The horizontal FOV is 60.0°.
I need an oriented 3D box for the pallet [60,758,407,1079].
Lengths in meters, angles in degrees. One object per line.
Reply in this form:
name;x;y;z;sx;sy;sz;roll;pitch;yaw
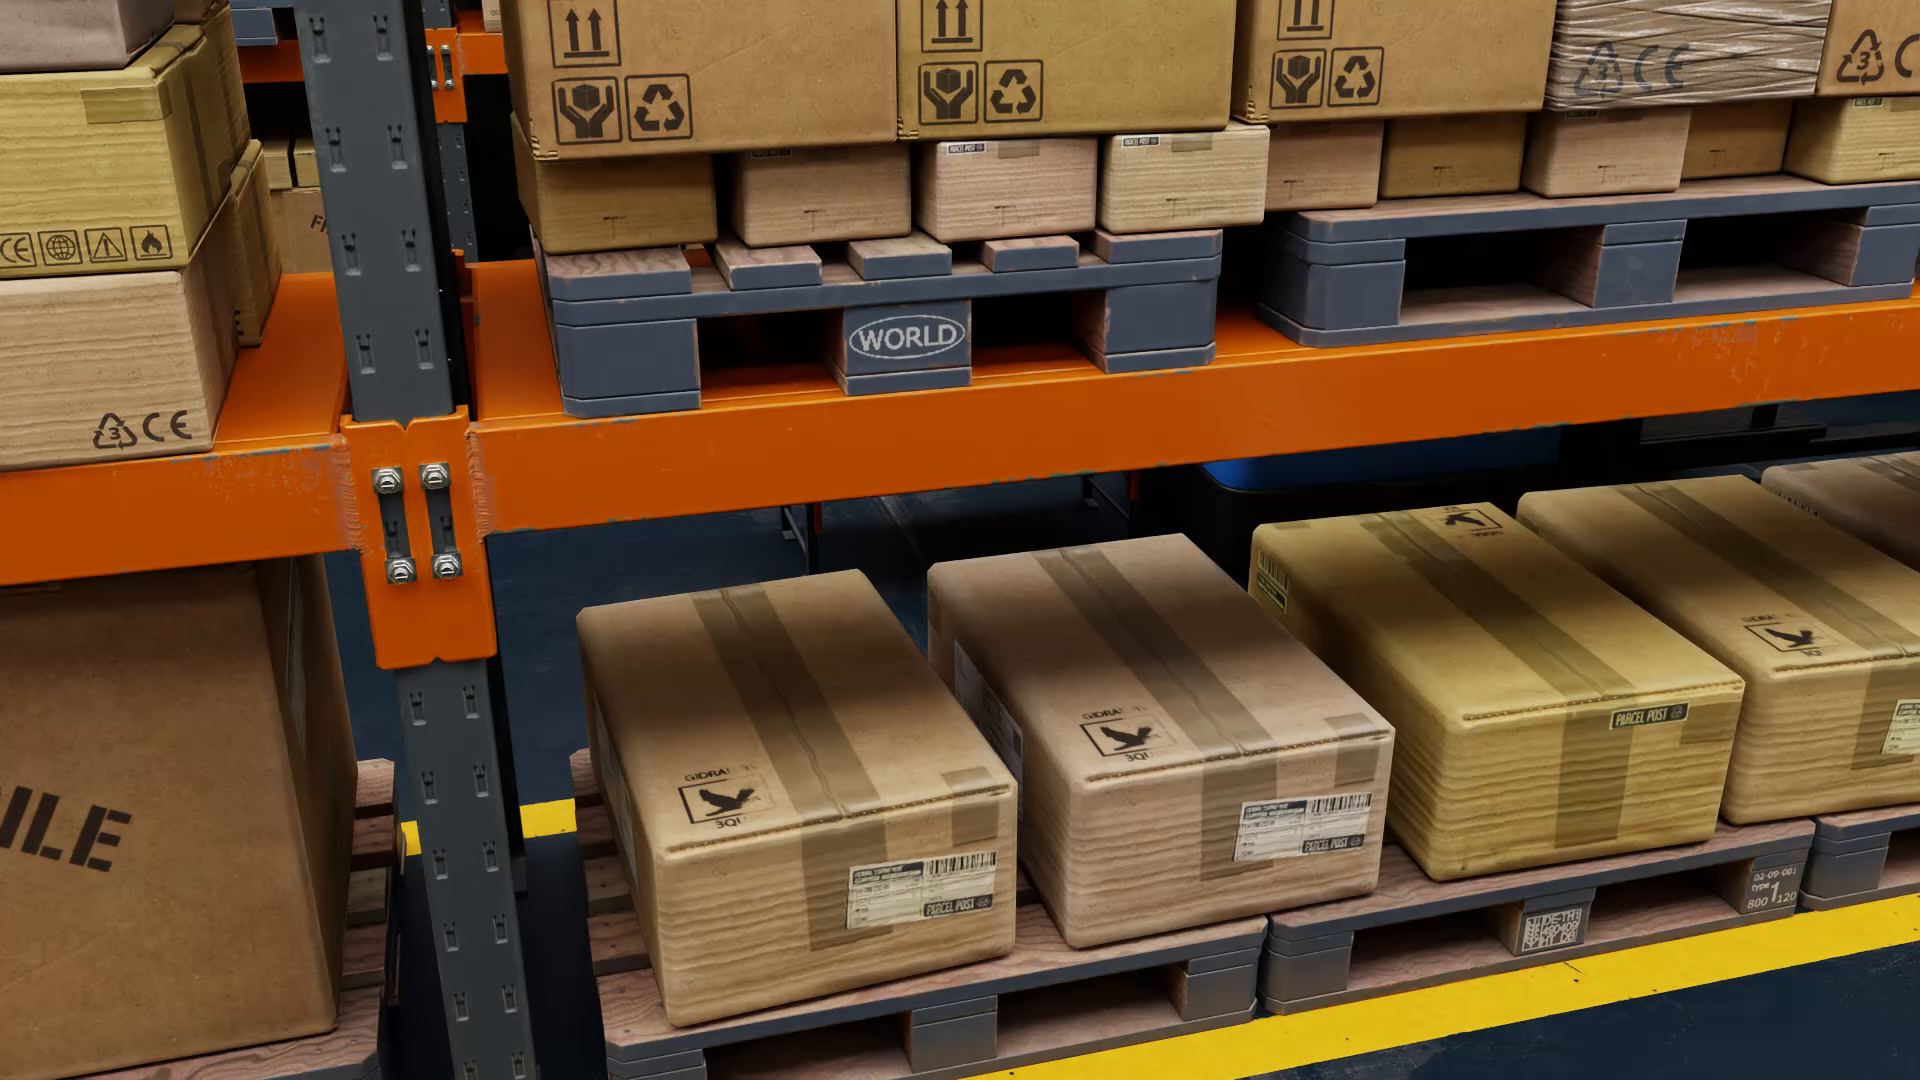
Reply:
pallet;-1.675;0.821;3.069;1.213;0.211;1.003;-6;24;-14

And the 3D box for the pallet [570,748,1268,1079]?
pallet;-0.143;0.683;3.391;1.213;0.211;1.003;-6;24;-14

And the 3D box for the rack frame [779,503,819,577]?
rack frame;-0.496;-0.462;4.900;0.032;1.125;0.500;-6;24;-14

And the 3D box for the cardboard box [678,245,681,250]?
cardboard box;-1.636;-1.563;7.567;0.625;0.625;0.875;-6;24;-13

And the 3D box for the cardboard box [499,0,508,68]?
cardboard box;-0.533;-1.045;2.846;0.500;0.500;0.500;-7;24;-16

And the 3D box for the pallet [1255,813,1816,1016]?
pallet;1.030;0.554;3.690;1.213;0.211;1.003;-6;24;-14

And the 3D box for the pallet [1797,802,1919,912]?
pallet;2.207;0.423;3.996;1.213;0.211;1.003;-6;24;-14

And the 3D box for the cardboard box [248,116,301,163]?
cardboard box;-3.089;-1.787;7.425;0.250;0.149;0.380;-6;24;-13

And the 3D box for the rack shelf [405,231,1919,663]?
rack shelf;1.030;-0.398;3.286;4.000;0.370;1.077;-6;24;-14

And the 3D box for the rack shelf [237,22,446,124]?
rack shelf;-4.166;-1.856;6.684;4.000;0.370;1.077;-6;24;-14

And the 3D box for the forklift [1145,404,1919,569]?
forklift;2.112;-1.532;5.104;3.031;2.935;1.130;-6;24;-13

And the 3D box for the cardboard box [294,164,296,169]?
cardboard box;-2.721;-1.506;7.592;0.500;0.500;0.500;-5;24;-12

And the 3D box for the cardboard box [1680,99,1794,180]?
cardboard box;1.267;-0.768;3.021;0.250;0.149;0.380;-7;24;-16

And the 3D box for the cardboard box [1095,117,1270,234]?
cardboard box;0.295;-0.608;2.648;0.250;0.149;0.380;-6;24;-14

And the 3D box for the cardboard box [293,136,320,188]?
cardboard box;-2.647;-1.593;6.974;0.250;0.149;0.380;-8;24;-17

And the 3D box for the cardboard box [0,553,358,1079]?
cardboard box;-1.583;0.310;2.886;0.875;0.875;0.875;-7;24;-15

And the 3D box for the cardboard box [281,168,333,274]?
cardboard box;-2.589;-1.317;7.154;0.500;0.500;0.500;-6;24;-13

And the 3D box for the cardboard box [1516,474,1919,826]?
cardboard box;1.760;0.207;3.762;0.625;0.372;0.950;-5;24;-11

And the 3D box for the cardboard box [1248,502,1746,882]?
cardboard box;1.091;0.282;3.588;0.625;0.372;0.950;-6;24;-13

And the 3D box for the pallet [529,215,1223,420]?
pallet;-0.238;-0.544;2.957;1.003;0.211;1.213;-6;24;-14

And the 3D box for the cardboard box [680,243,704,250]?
cardboard box;-1.009;-1.635;7.736;0.625;0.625;0.875;-6;24;-13

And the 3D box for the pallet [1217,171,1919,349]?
pallet;0.999;-0.654;3.213;1.213;0.211;1.003;-6;24;-14

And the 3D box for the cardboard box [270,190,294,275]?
cardboard box;-3.074;-1.268;7.039;0.500;0.500;0.500;-7;24;-15

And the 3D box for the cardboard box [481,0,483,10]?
cardboard box;-1.876;-2.476;7.406;0.500;0.250;0.500;-7;24;-15

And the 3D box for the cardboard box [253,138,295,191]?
cardboard box;-2.901;-1.553;6.879;0.250;0.149;0.380;-8;24;-17

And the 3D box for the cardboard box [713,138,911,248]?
cardboard box;-0.251;-0.575;2.571;0.250;0.149;0.380;-8;24;-18

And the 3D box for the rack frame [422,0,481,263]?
rack frame;-2.240;-2.400;7.039;0.127;3.000;1.000;-6;24;-14

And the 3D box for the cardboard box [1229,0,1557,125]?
cardboard box;0.610;-0.969;2.667;0.500;0.500;0.500;-6;24;-13

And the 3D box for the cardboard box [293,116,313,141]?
cardboard box;-2.826;-1.805;7.467;0.250;0.149;0.380;-5;24;-12

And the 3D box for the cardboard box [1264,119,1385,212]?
cardboard box;0.506;-0.663;2.777;0.250;0.149;0.380;-5;24;-11

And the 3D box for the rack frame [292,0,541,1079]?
rack frame;-0.895;-0.516;2.648;0.127;3.000;1.000;-6;24;-14

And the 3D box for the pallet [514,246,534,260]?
pallet;-1.437;-1.191;7.759;1.213;0.211;1.003;-6;24;-14

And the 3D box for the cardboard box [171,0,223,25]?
cardboard box;-1.436;-1.062;2.525;0.500;0.500;0.500;-7;24;-16

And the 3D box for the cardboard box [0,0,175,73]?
cardboard box;-1.323;-0.867;2.071;0.500;0.500;0.500;-7;24;-16

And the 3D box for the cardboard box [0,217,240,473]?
cardboard box;-1.312;-0.294;2.322;0.500;0.250;0.500;-7;24;-16

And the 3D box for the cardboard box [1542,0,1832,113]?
cardboard box;1.093;-1.019;2.784;0.500;0.500;0.500;-7;24;-16

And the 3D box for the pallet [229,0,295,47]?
pallet;-2.874;-2.213;6.846;1.003;0.211;1.213;-6;24;-14

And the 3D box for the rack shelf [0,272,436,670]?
rack shelf;-2.821;0.028;2.293;4.000;0.370;1.077;-6;24;-14

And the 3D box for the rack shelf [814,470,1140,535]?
rack shelf;-0.007;-0.292;5.123;1.000;0.278;0.538;-6;24;-14

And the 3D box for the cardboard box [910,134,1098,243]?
cardboard box;0.025;-0.586;2.598;0.250;0.149;0.380;-8;24;-18

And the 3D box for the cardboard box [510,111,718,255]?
cardboard box;-0.532;-0.557;2.531;0.250;0.149;0.380;-8;24;-17

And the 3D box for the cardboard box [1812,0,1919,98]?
cardboard box;1.597;-1.075;2.915;0.500;0.500;0.500;-5;24;-13

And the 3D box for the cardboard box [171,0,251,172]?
cardboard box;-1.450;-0.716;2.672;0.500;0.250;0.500;-6;24;-15

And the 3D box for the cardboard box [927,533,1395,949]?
cardboard box;0.360;0.361;3.405;0.625;0.372;0.950;-7;24;-15

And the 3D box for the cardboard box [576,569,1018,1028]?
cardboard box;-0.349;0.442;3.215;0.625;0.372;0.950;-8;24;-18

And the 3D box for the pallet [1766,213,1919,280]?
pallet;2.181;-0.828;3.618;1.213;0.211;1.003;-6;24;-14

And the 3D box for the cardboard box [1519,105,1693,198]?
cardboard box;1.037;-0.711;2.889;0.250;0.149;0.380;-6;24;-13

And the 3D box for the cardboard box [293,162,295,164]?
cardboard box;-3.199;-1.461;7.488;0.500;0.500;0.500;-6;24;-14

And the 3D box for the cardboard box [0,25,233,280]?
cardboard box;-1.293;-0.529;2.234;0.500;0.250;0.500;-6;24;-15

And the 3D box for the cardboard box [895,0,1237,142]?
cardboard box;0.100;-0.910;2.529;0.500;0.500;0.500;-5;24;-12

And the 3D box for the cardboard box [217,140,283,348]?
cardboard box;-1.435;-0.490;2.779;0.500;0.250;0.500;-7;24;-15

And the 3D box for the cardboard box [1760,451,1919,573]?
cardboard box;2.452;0.130;3.944;0.625;0.372;0.950;-6;24;-14

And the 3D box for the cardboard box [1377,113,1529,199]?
cardboard box;0.768;-0.708;2.882;0.250;0.149;0.380;-5;24;-12

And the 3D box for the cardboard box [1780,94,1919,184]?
cardboard box;1.549;-0.757;2.995;0.250;0.149;0.380;-6;24;-14

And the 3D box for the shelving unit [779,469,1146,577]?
shelving unit;-0.007;-0.516;5.027;1.048;1.125;0.538;-6;24;-14

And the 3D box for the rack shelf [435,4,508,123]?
rack shelf;-0.314;-2.282;7.677;4.000;0.370;1.077;-6;24;-14

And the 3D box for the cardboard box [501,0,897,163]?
cardboard box;-0.400;-0.851;2.394;0.500;0.500;0.500;-7;24;-16

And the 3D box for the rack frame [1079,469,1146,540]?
rack frame;0.483;-0.570;5.153;0.032;1.125;0.500;-6;24;-14

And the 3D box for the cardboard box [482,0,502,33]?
cardboard box;-1.747;-2.285;6.962;0.500;0.250;0.500;-6;24;-14
